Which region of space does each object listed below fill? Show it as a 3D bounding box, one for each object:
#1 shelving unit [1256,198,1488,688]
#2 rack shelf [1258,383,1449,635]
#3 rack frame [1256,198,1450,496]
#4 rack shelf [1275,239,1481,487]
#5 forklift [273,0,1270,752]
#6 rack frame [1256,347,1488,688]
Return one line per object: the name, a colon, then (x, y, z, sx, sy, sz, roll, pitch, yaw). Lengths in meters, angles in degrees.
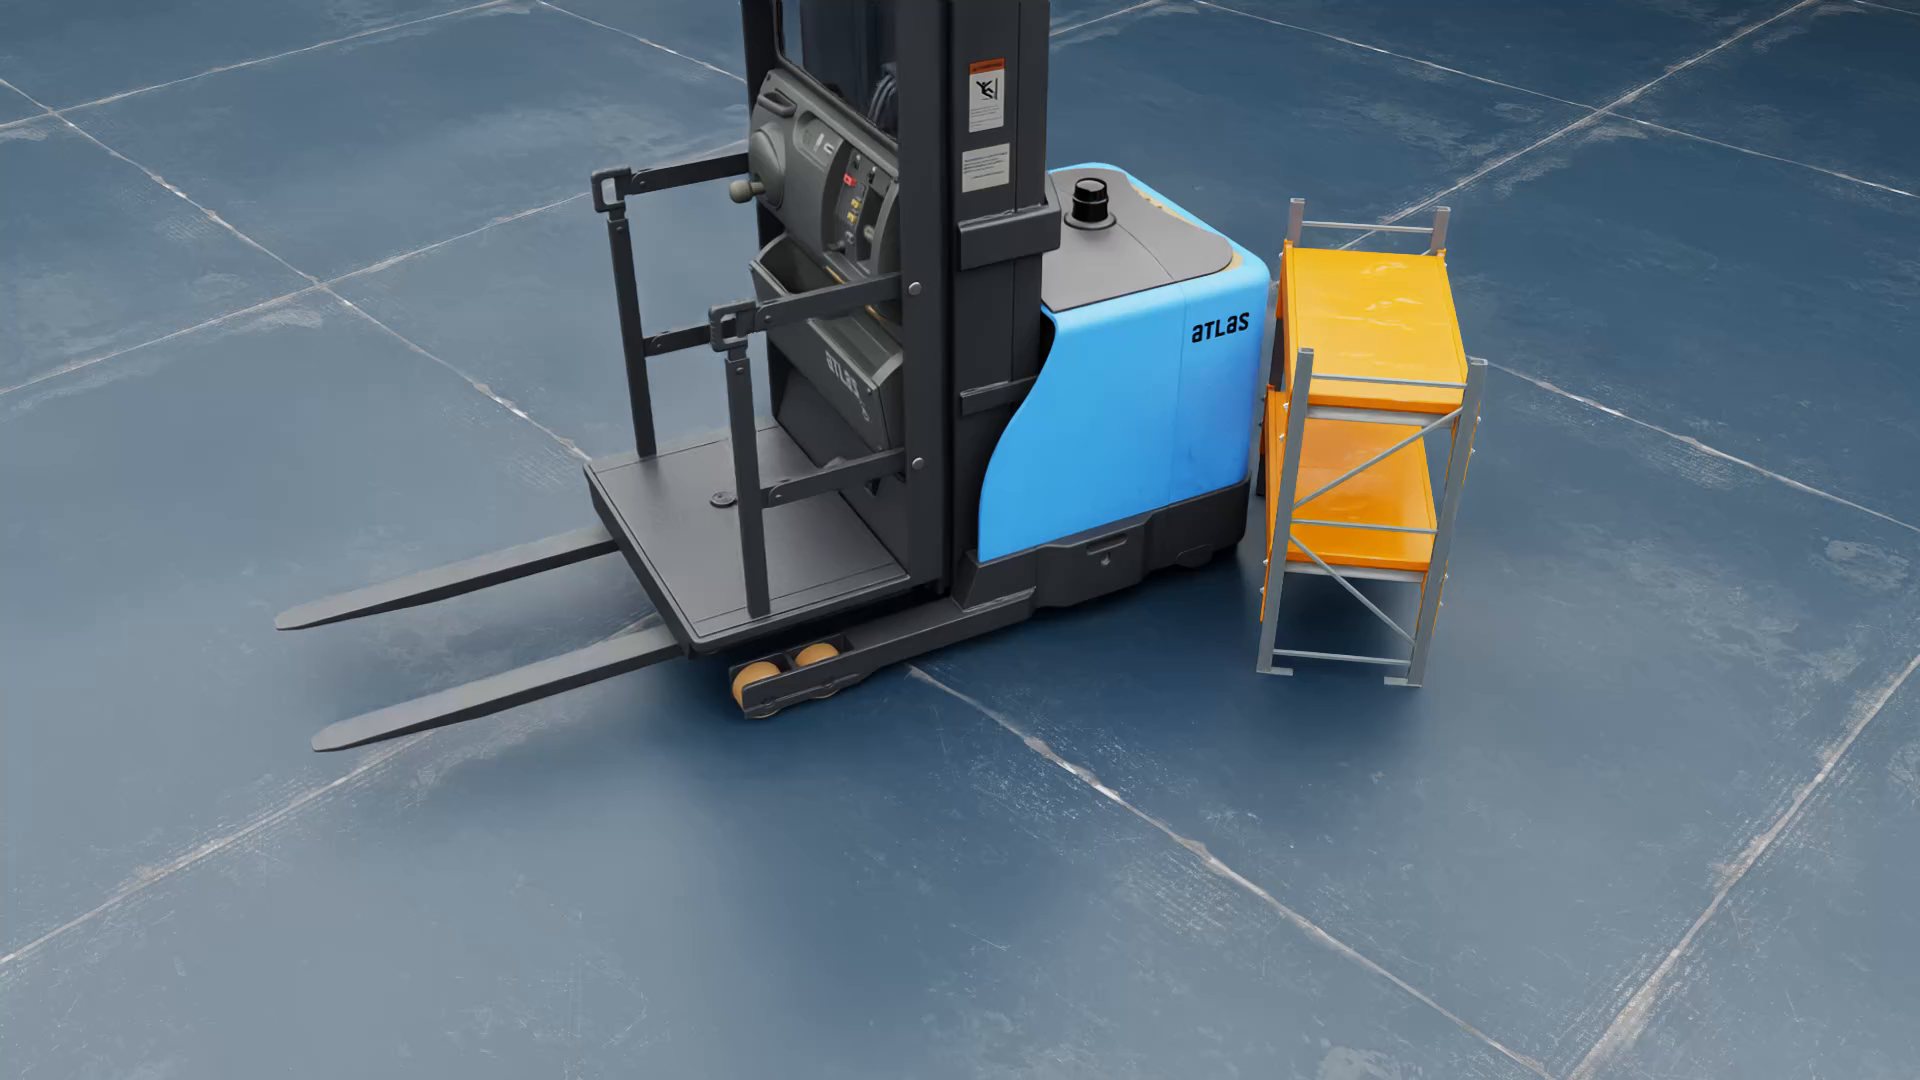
shelving unit: (1.241, -0.325, 5.232, 0.538, 1.125, 1.048, 5, 35, 7)
rack shelf: (1.241, -0.124, 5.372, 0.538, 0.278, 1.000, 5, 35, 7)
rack frame: (1.313, -0.613, 5.645, 0.500, 1.125, 0.032, 5, 35, 7)
rack shelf: (1.241, -0.565, 5.065, 0.538, 0.278, 1.000, 5, 35, 7)
forklift: (-0.578, -1.015, 4.643, 3.031, 2.935, 1.130, -17, 38, -22)
rack frame: (1.169, -0.037, 4.820, 0.500, 1.125, 0.032, 5, 35, 7)
